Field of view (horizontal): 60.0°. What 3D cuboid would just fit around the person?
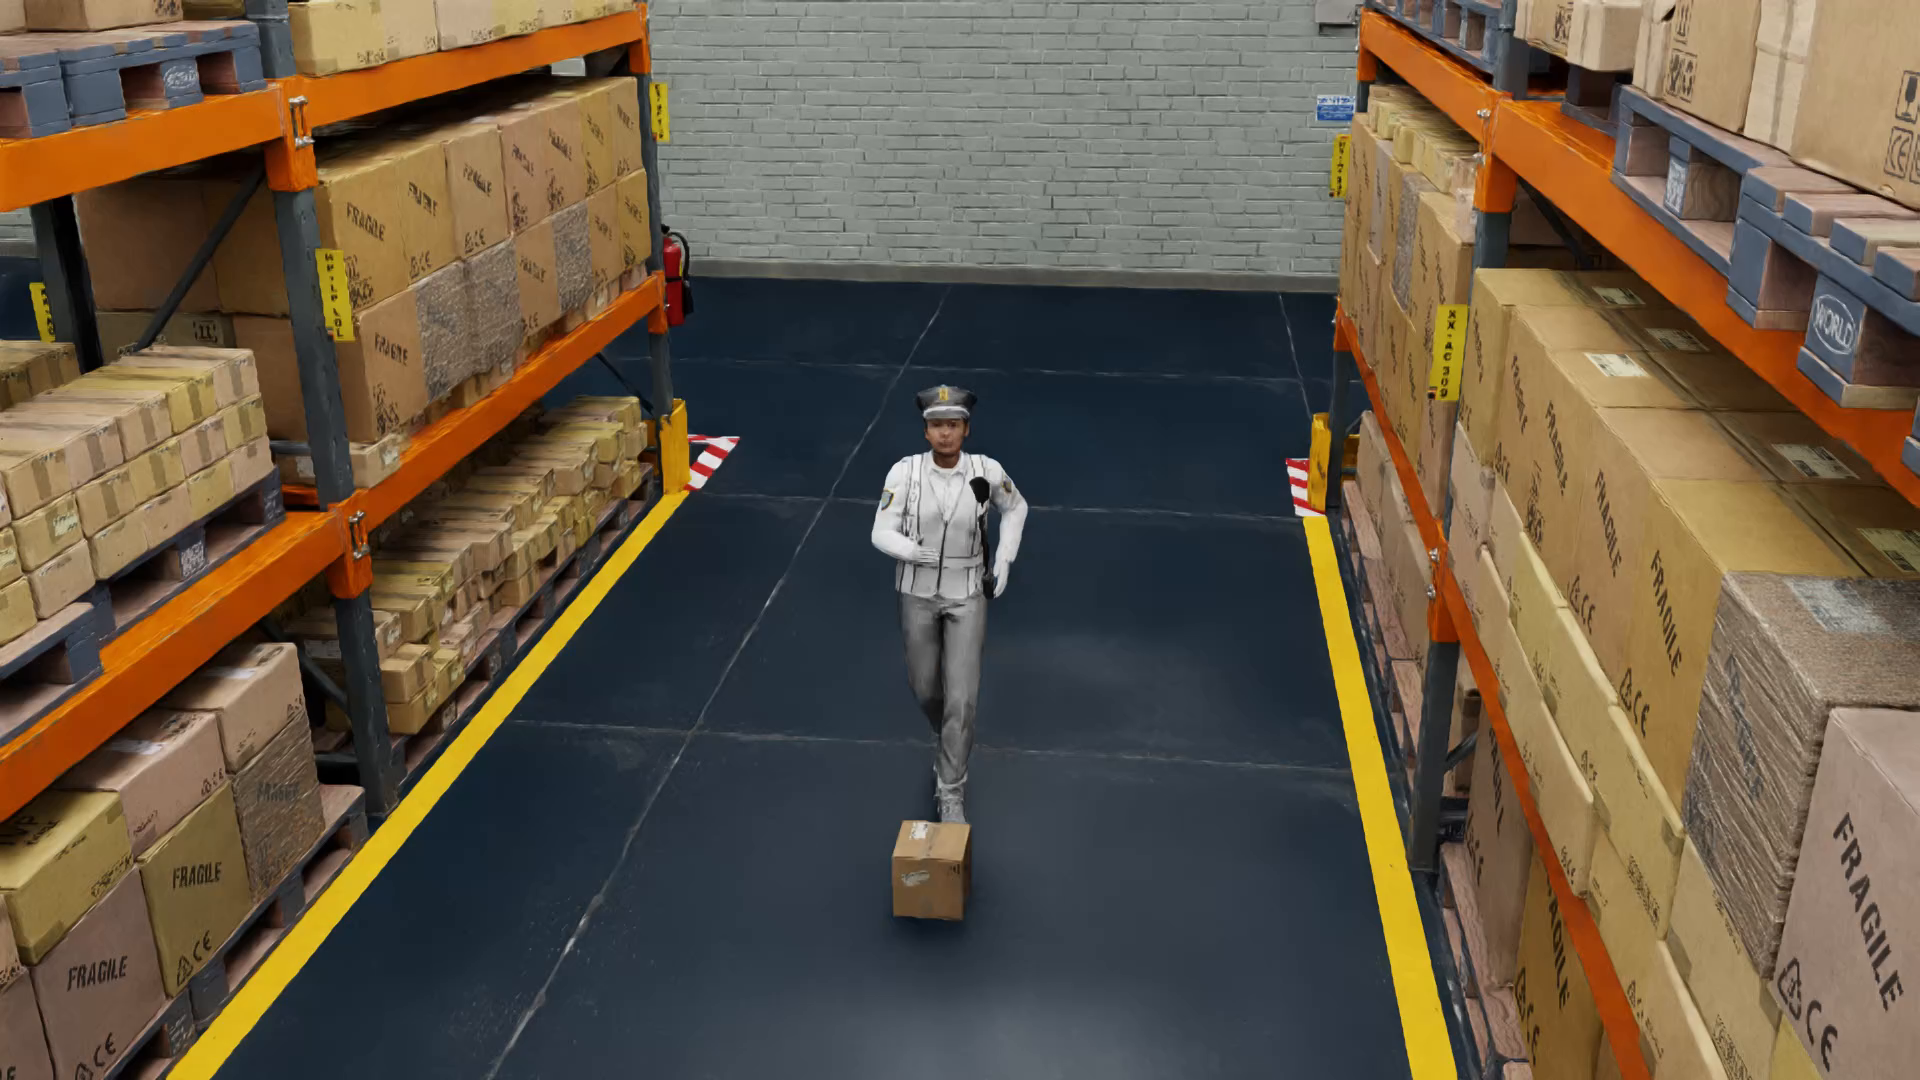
[{"bbox_3d":[-0.067,0.253,6.393,0.573,1.679,0.807,3,22,8],"label":"person"}]
